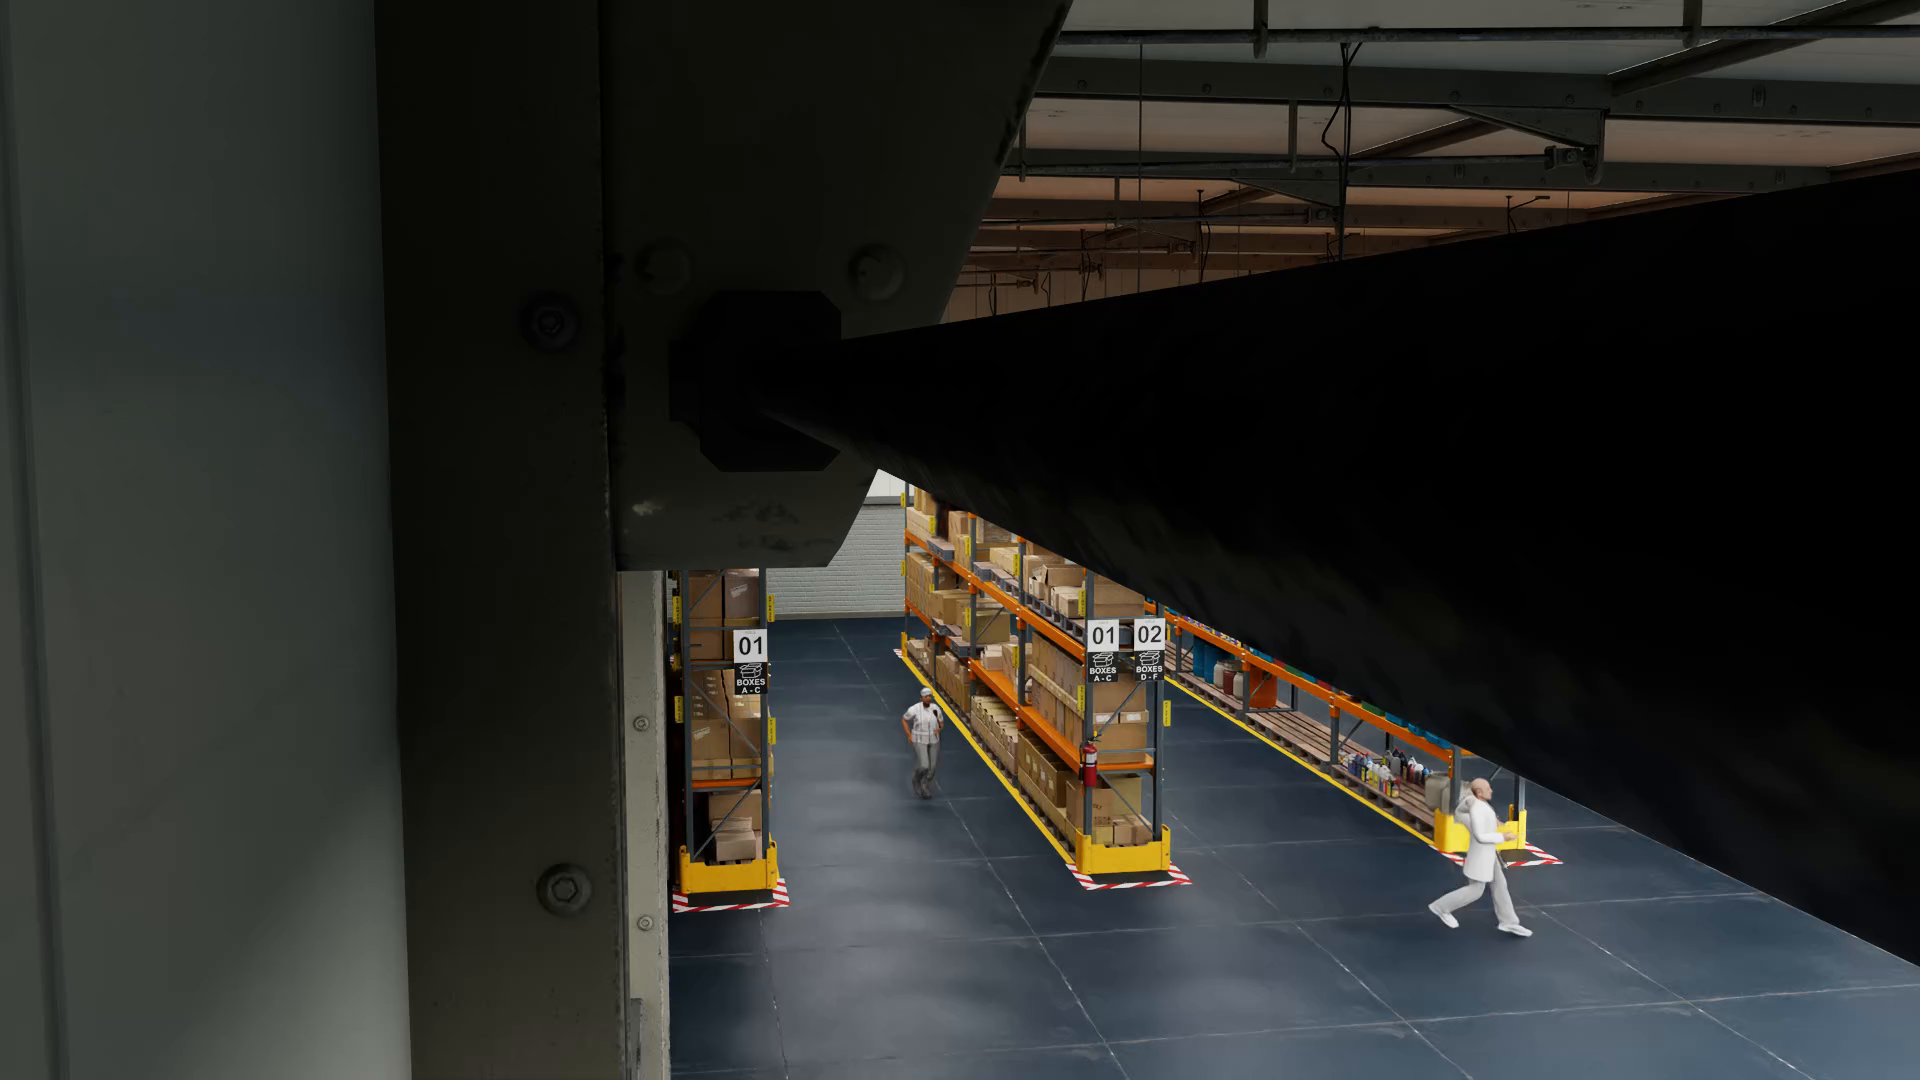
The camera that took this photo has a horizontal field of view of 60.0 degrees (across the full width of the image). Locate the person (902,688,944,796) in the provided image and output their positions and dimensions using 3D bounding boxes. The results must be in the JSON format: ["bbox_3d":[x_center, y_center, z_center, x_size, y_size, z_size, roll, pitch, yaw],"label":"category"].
[{"bbox_3d":[-0.494,2.981,24.418,0.590,1.626,0.590,-2,6,-22],"label":"person"}]

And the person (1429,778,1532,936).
[{"bbox_3d":[5.821,3.519,18.523,1.110,1.764,0.724,2,6,19],"label":"person"}]
